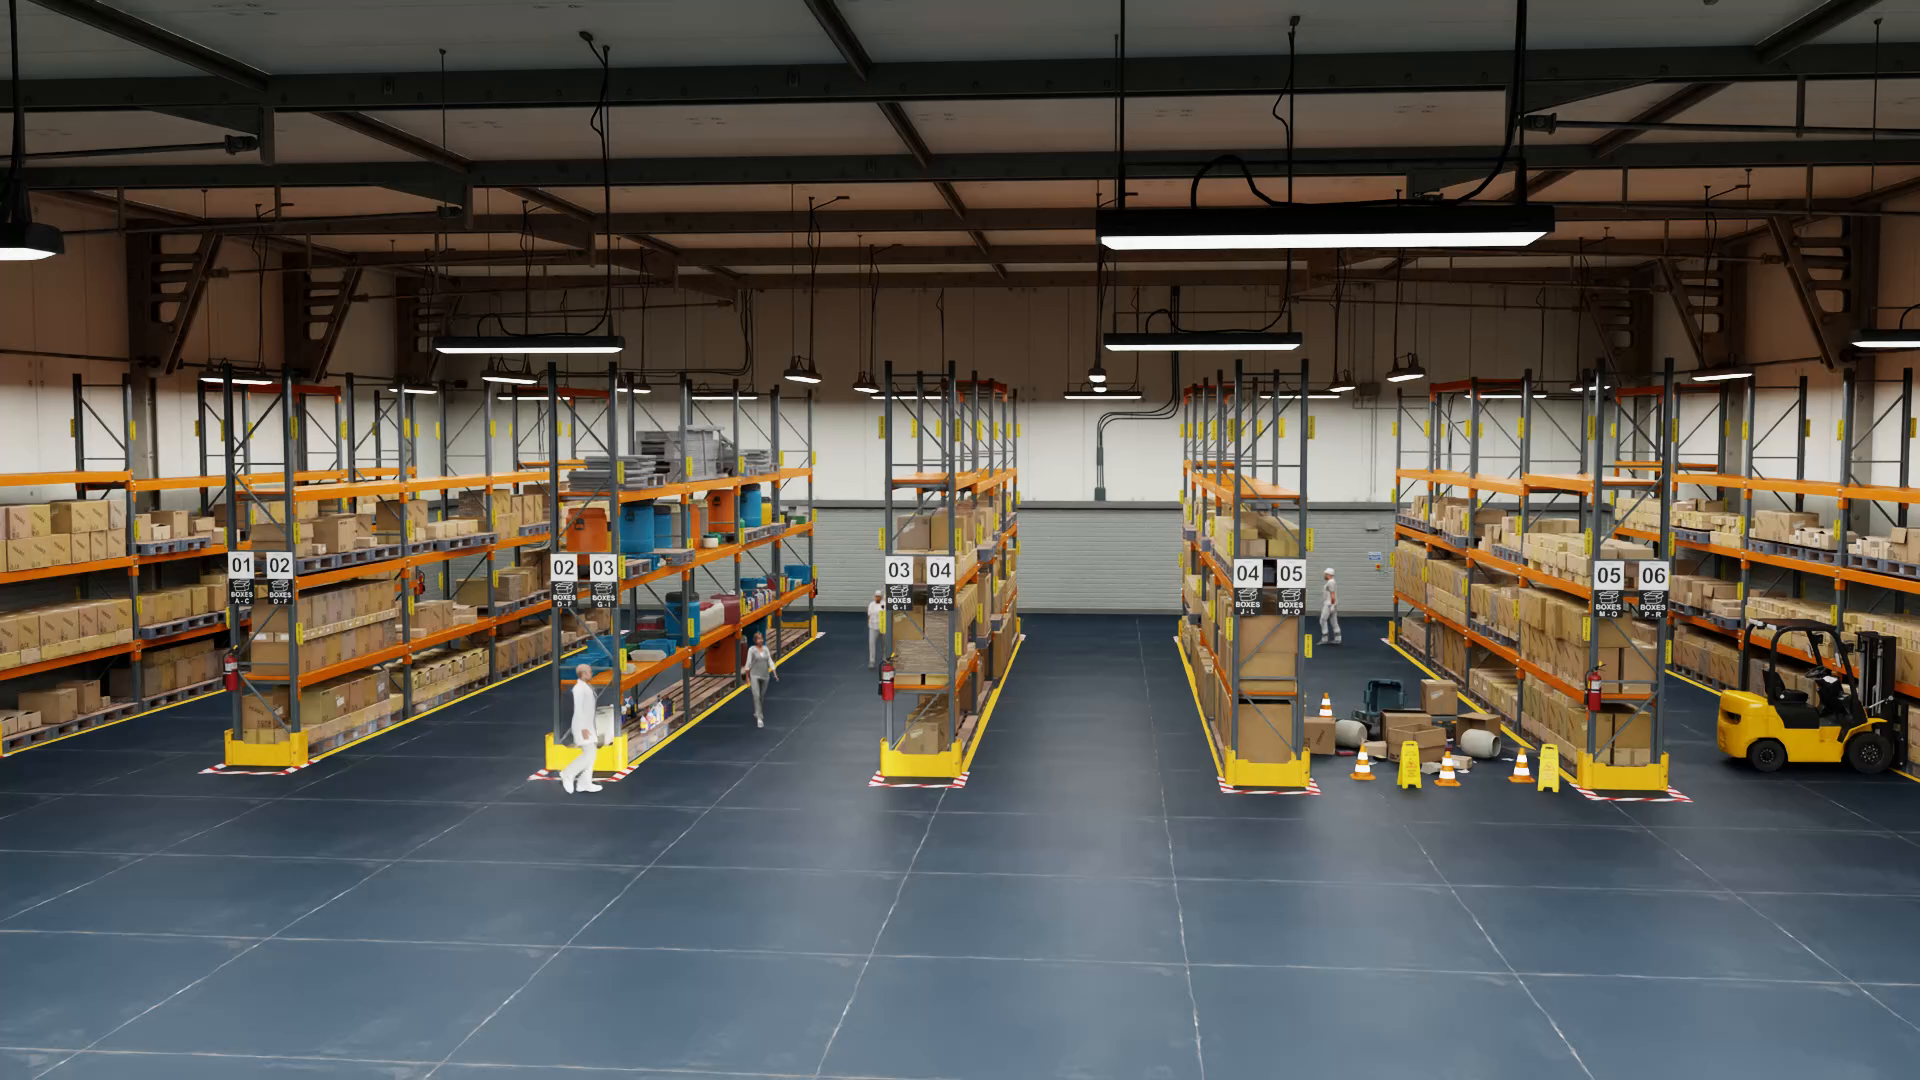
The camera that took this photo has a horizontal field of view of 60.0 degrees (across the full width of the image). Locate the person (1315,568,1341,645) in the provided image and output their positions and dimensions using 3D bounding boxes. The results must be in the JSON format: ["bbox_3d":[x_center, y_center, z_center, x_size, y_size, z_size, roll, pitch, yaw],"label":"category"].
[{"bbox_3d":[8.643,1.560,38.912,0.587,1.815,0.593,2,4,23],"label":"person"}]

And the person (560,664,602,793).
[{"bbox_3d":[-5.218,2.596,22.896,0.567,1.760,0.607,0,4,4],"label":"person"}]

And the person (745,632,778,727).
[{"bbox_3d":[-3.385,2.344,28.324,0.505,1.546,0.958,-2,4,-22],"label":"person"}]

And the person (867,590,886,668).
[{"bbox_3d":[-1.725,1.864,35.148,0.504,1.602,1.030,0,4,7],"label":"person"}]
